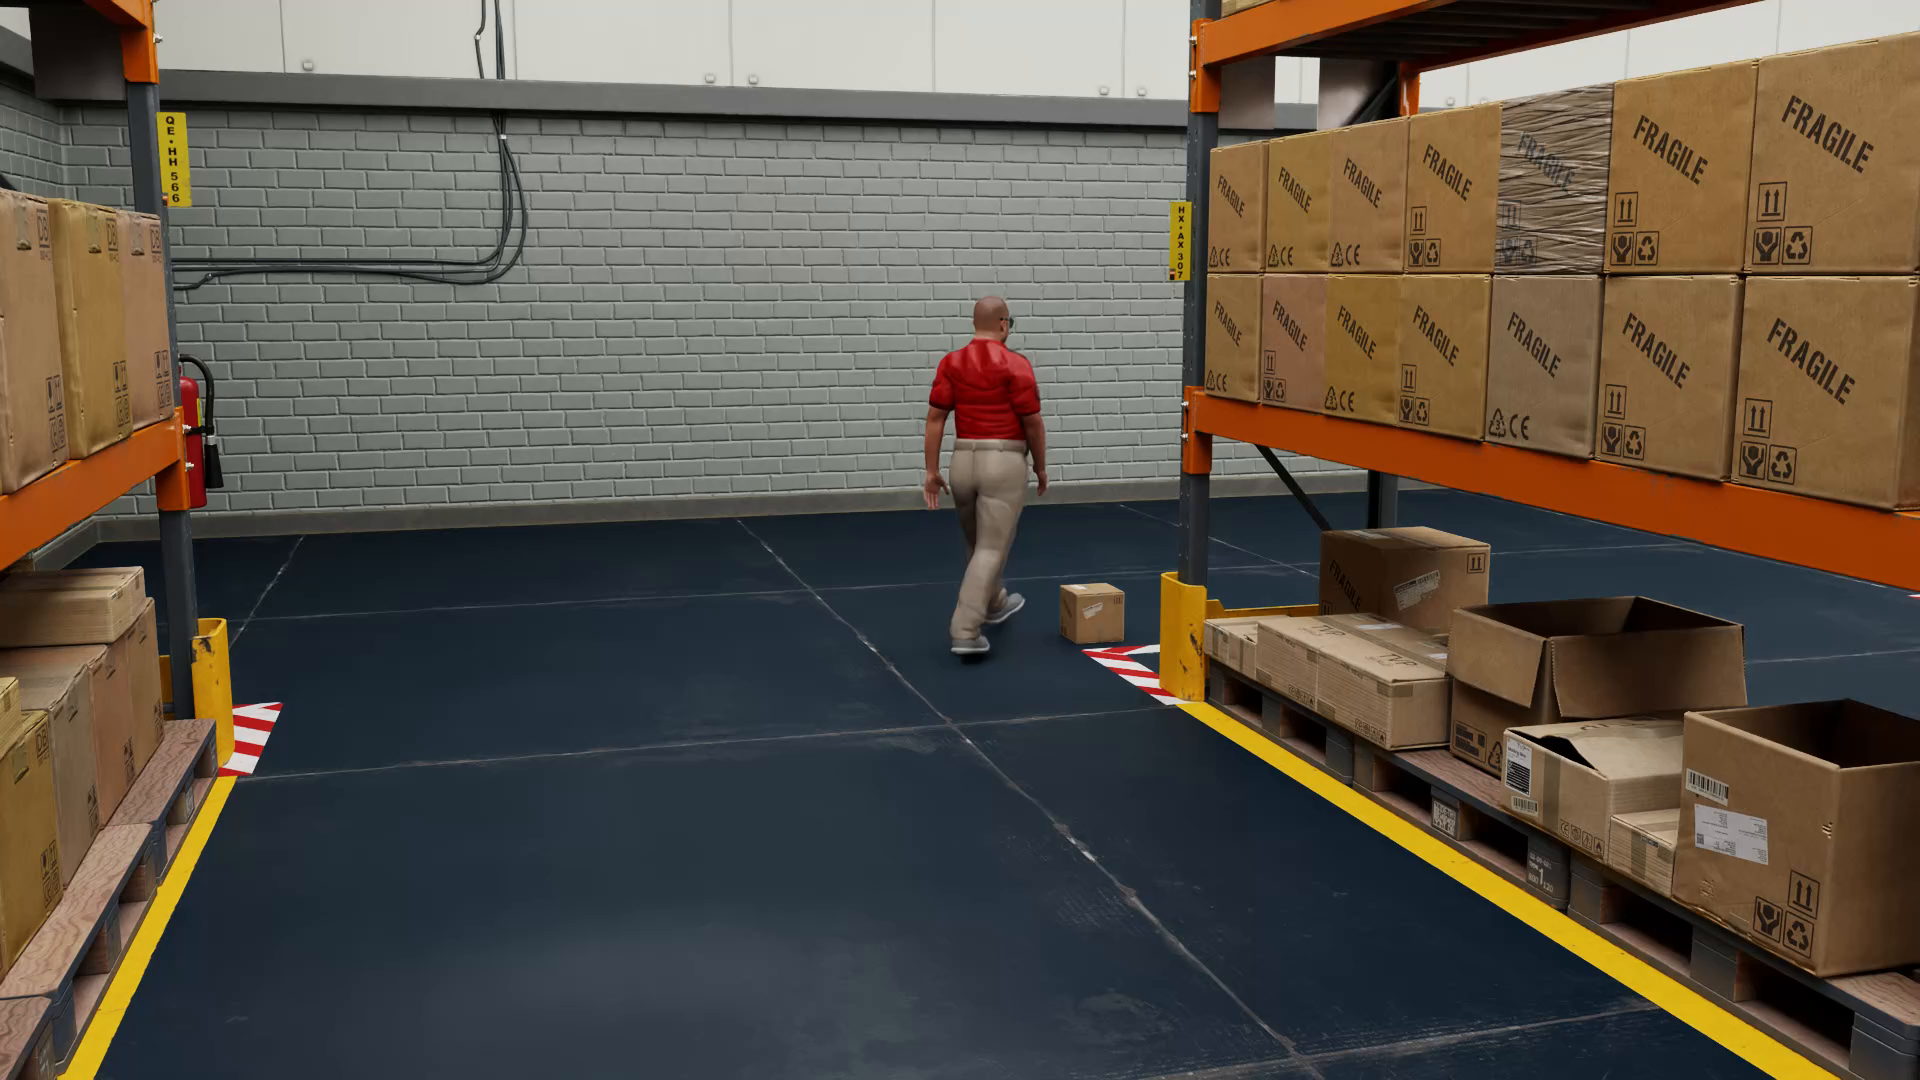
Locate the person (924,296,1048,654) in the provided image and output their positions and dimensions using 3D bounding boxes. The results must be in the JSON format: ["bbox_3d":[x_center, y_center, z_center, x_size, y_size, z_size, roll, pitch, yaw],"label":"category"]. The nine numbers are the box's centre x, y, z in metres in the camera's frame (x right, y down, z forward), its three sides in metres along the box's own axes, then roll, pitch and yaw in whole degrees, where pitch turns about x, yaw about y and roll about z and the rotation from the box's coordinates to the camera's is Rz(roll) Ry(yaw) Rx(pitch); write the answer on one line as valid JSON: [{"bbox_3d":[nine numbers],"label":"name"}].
[{"bbox_3d":[0.186,-0.338,8.047,0.579,1.674,1.007,7,12,37],"label":"person"}]
